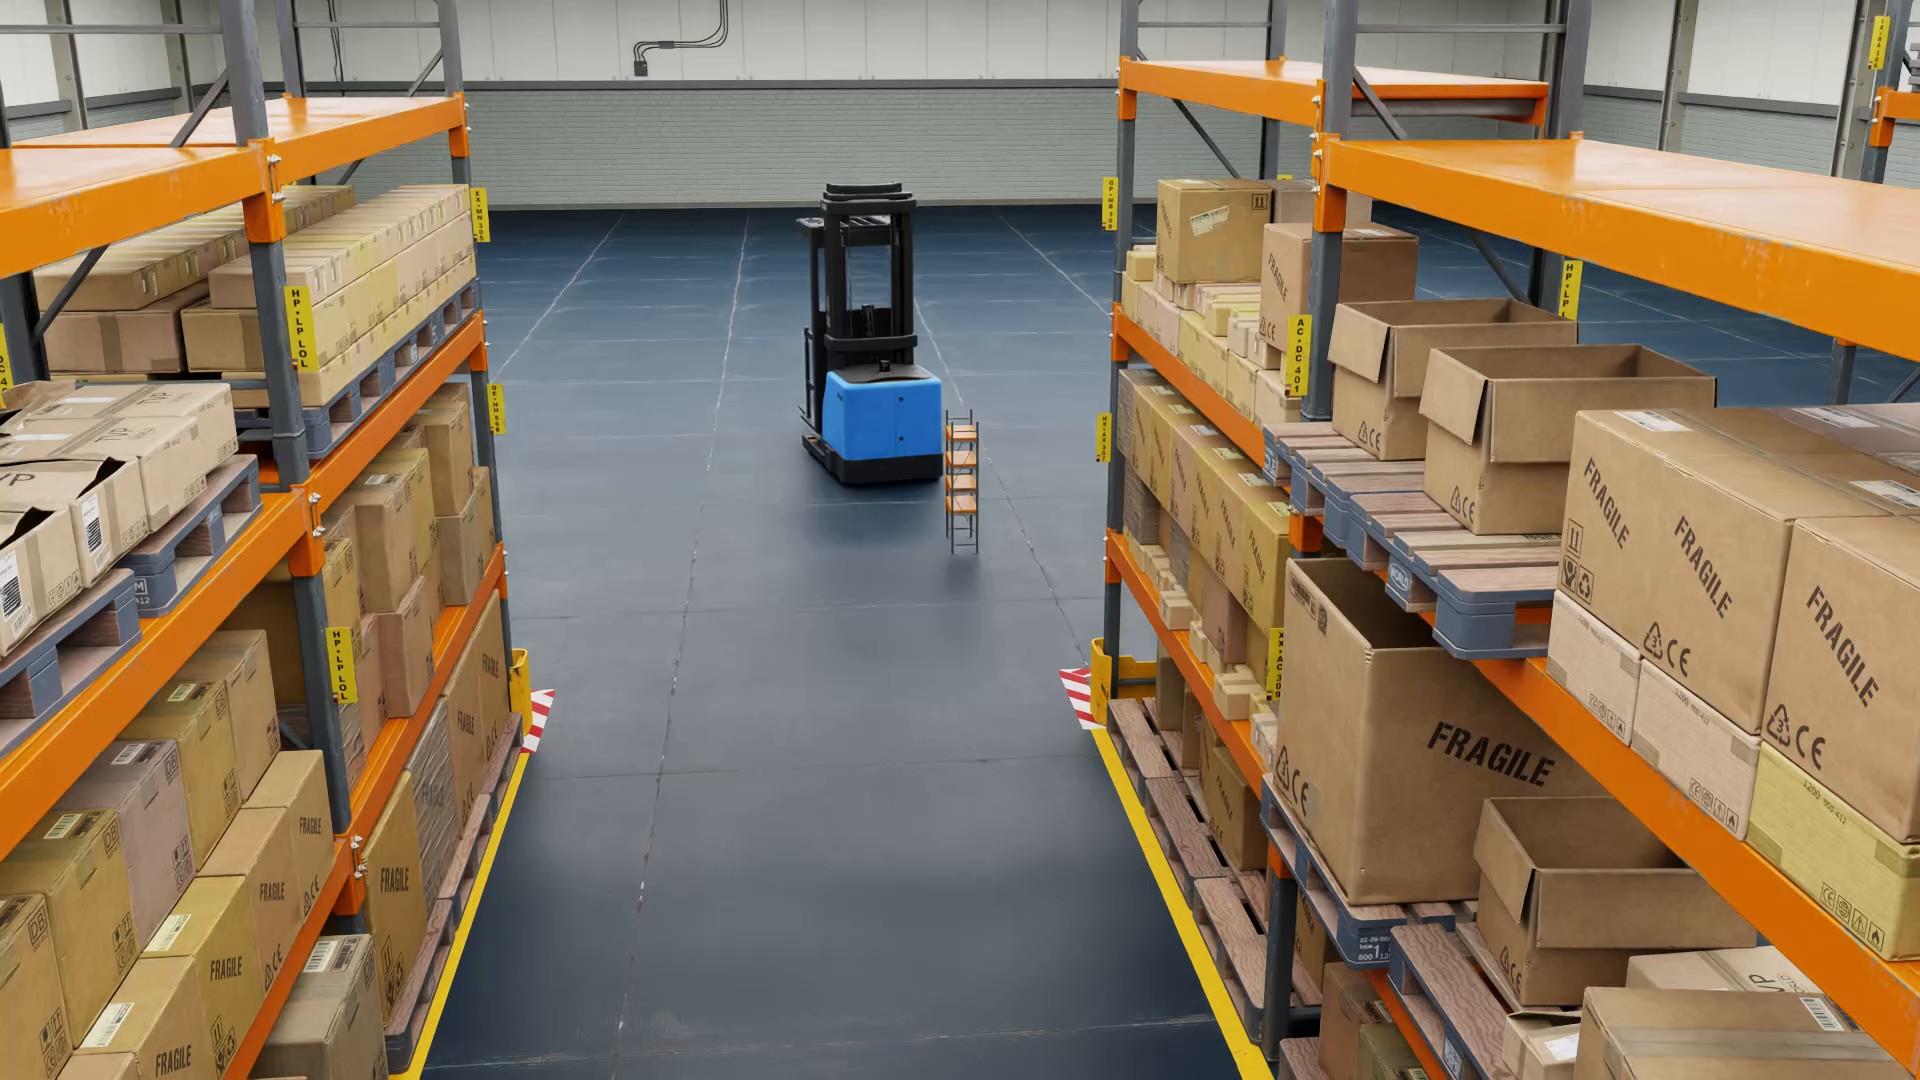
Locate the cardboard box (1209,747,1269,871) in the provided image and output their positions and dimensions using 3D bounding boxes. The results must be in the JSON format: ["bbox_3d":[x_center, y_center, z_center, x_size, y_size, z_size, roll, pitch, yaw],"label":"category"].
[{"bbox_3d":[1.684,1.440,9.055,0.500,0.500,0.500,-3,18,-11],"label":"cardboard box"}]

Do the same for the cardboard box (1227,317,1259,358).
[{"bbox_3d":[1.470,-0.953,7.781,0.380,0.149,0.250,-2,18,-7],"label":"cardboard box"}]

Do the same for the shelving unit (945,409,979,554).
[{"bbox_3d":[0.017,-0.523,14.840,0.258,1.200,0.503,-2,18,-6],"label":"shelving unit"}]

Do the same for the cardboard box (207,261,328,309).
[{"bbox_3d":[-2.749,-1.015,6.614,0.380,0.149,0.250,-2,18,-5],"label":"cardboard box"}]

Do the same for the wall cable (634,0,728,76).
[{"bbox_3d":[-6.776,-14.205,39.722,2.305,6.003,0.169,-2,18,-6],"label":"wall cable"}]

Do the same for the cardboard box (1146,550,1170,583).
[{"bbox_3d":[1.338,0.165,10.063,0.380,0.149,0.250,-2,18,-6],"label":"cardboard box"}]

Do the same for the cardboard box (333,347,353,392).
[{"bbox_3d":[-2.778,-0.711,6.979,0.380,0.149,0.250,-2,18,-5],"label":"cardboard box"}]

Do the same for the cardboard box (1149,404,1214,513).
[{"bbox_3d":[1.364,-0.467,9.324,0.500,0.500,0.500,-2,18,-6],"label":"cardboard box"}]

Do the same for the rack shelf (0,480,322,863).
[{"bbox_3d":[-2.844,0.552,4.604,1.077,0.370,4.000,-2,18,-6],"label":"rack shelf"}]

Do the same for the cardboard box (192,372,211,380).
[{"bbox_3d":[-3.460,-0.766,7.153,0.380,0.149,0.250,-2,17,-5],"label":"cardboard box"}]

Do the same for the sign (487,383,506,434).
[{"bbox_3d":[-2.922,-0.826,10.471,0.100,0.325,0.005,-2,18,-6],"label":"sign"}]

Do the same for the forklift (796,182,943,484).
[{"bbox_3d":[-1.105,-2.366,17.820,1.130,2.935,3.031,-5,18,-17],"label":"forklift"}]

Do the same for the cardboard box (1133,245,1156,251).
[{"bbox_3d":[1.280,-1.731,10.261,0.380,0.149,0.250,-2,18,-6],"label":"cardboard box"}]

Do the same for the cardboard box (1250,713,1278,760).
[{"bbox_3d":[1.563,0.911,7.687,0.380,0.149,0.250,-2,18,-6],"label":"cardboard box"}]

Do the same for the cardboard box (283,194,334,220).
[{"bbox_3d":[-3.693,-1.827,9.202,0.380,0.149,0.250,-2,18,-6],"label":"cardboard box"}]

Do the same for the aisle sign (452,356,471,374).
[{"bbox_3d":[-3.172,-1.418,10.347,0.394,0.787,0.004,-2,18,-6],"label":"aisle sign"}]

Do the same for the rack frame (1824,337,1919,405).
[{"bbox_3d":[6.408,-0.424,11.519,1.000,3.000,0.127,-2,18,-6],"label":"rack frame"}]

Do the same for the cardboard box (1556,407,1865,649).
[{"bbox_3d":[1.909,-0.040,4.286,0.500,0.500,0.500,-1,17,-5],"label":"cardboard box"}]

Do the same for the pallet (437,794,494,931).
[{"bbox_3d":[-3.180,1.781,9.151,1.003,0.211,1.213,-2,18,-6],"label":"pallet"}]

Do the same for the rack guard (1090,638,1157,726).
[{"bbox_3d":[1.489,0.944,11.334,1.175,0.500,0.348,-2,18,-6],"label":"rack guard"}]

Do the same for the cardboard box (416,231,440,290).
[{"bbox_3d":[-3.033,-1.461,8.702,0.500,0.250,0.500,-2,18,-6],"label":"cardboard box"}]

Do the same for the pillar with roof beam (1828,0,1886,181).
[{"bbox_3d":[11.056,-8.640,27.675,9.100,9.000,0.400,-2,18,-6],"label":"pillar with roof beam"}]

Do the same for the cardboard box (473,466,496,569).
[{"bbox_3d":[-3.379,-0.110,10.270,0.875,0.550,0.550,-2,18,-6],"label":"cardboard box"}]

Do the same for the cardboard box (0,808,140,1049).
[{"bbox_3d":[-2.836,1.121,4.762,0.700,0.500,0.500,-2,18,-6],"label":"cardboard box"}]

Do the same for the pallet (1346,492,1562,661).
[{"bbox_3d":[1.962,0.075,5.235,1.213,0.211,1.003,-2,18,-6],"label":"pallet"}]

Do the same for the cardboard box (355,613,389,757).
[{"bbox_3d":[-3.179,0.700,7.690,0.875,0.550,0.550,-2,18,-6],"label":"cardboard box"}]

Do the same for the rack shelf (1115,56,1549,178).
[{"bbox_3d":[1.688,-2.192,8.344,1.077,0.370,4.000,-2,18,-6],"label":"rack shelf"}]

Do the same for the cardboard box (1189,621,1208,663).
[{"bbox_3d":[1.439,0.538,8.874,0.380,0.149,0.250,-2,18,-6],"label":"cardboard box"}]

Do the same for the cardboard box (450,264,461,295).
[{"bbox_3d":[-3.039,-1.467,9.385,0.380,0.149,0.250,-2,17,-5],"label":"cardboard box"}]

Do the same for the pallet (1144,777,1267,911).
[{"bbox_3d":[1.660,1.688,9.448,1.003,0.211,1.213,-2,18,-6],"label":"pallet"}]

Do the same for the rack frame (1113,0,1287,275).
[{"bbox_3d":[1.481,-3.133,10.133,1.000,3.000,0.127,-2,18,-6],"label":"rack frame"}]

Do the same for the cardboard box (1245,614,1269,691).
[{"bbox_3d":[1.892,0.445,8.088,0.875,0.500,0.500,-2,18,-6],"label":"cardboard box"}]

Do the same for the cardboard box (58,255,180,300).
[{"bbox_3d":[-3.431,-1.070,6.791,0.380,0.149,0.250,-2,18,-6],"label":"cardboard box"}]

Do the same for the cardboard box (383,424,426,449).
[{"bbox_3d":[-3.392,-0.291,9.042,0.875,0.550,0.550,-2,18,-6],"label":"cardboard box"}]

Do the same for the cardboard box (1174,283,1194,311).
[{"bbox_3d":[1.380,-1.343,9.024,0.380,0.149,0.250,-3,18,-8],"label":"cardboard box"}]

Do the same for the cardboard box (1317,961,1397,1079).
[{"bbox_3d":[1.936,2.087,6.960,0.700,0.500,0.500,-3,18,-10],"label":"cardboard box"}]

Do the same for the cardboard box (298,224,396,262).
[{"bbox_3d":[-2.882,-1.394,7.821,0.380,0.149,0.250,-2,18,-6],"label":"cardboard box"}]

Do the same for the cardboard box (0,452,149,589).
[{"bbox_3d":[-2.651,-0.077,4.688,0.500,0.311,0.500,-2,18,-8],"label":"cardboard box"}]

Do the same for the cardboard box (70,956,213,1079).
[{"bbox_3d":[-2.571,1.596,4.919,0.500,0.500,0.500,-2,18,-6],"label":"cardboard box"}]

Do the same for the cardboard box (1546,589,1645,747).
[{"bbox_3d":[1.900,0.322,4.387,0.500,0.250,0.500,-1,17,-4],"label":"cardboard box"}]

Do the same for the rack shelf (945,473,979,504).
[{"bbox_3d":[0.017,-0.459,14.860,0.258,0.148,0.480,-2,18,-6],"label":"rack shelf"}]

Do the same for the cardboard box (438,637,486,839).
[{"bbox_3d":[-3.234,1.128,9.423,0.875,0.875,0.875,-2,18,-7],"label":"cardboard box"}]

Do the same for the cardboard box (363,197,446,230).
[{"bbox_3d":[-3.011,-1.770,9.019,0.380,0.149,0.250,-1,17,-5],"label":"cardboard box"}]

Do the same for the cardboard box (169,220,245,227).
[{"bbox_3d":[-3.562,-1.447,7.992,0.380,0.149,0.250,-2,17,-5],"label":"cardboard box"}]

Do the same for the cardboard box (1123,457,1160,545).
[{"bbox_3d":[1.511,-0.296,10.448,0.875,0.500,0.500,-2,18,-6],"label":"cardboard box"}]

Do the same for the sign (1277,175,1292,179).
[{"bbox_3d":[2.035,-2.136,10.486,0.100,0.325,0.005,-2,18,-6],"label":"sign"}]

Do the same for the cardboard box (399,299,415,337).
[{"bbox_3d":[-2.906,-1.087,8.177,0.380,0.149,0.250,-2,17,-5],"label":"cardboard box"}]

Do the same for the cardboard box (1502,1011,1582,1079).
[{"bbox_3d":[1.866,1.488,4.953,0.396,0.266,0.258,-2,18,-7],"label":"cardboard box"}]

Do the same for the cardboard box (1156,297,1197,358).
[{"bbox_3d":[1.380,-1.178,9.163,0.500,0.250,0.500,-2,18,-6],"label":"cardboard box"}]

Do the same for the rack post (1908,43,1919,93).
[{"bbox_3d":[6.359,-2.818,9.966,0.937,0.300,0.954,0,17,0],"label":"rack post"}]
